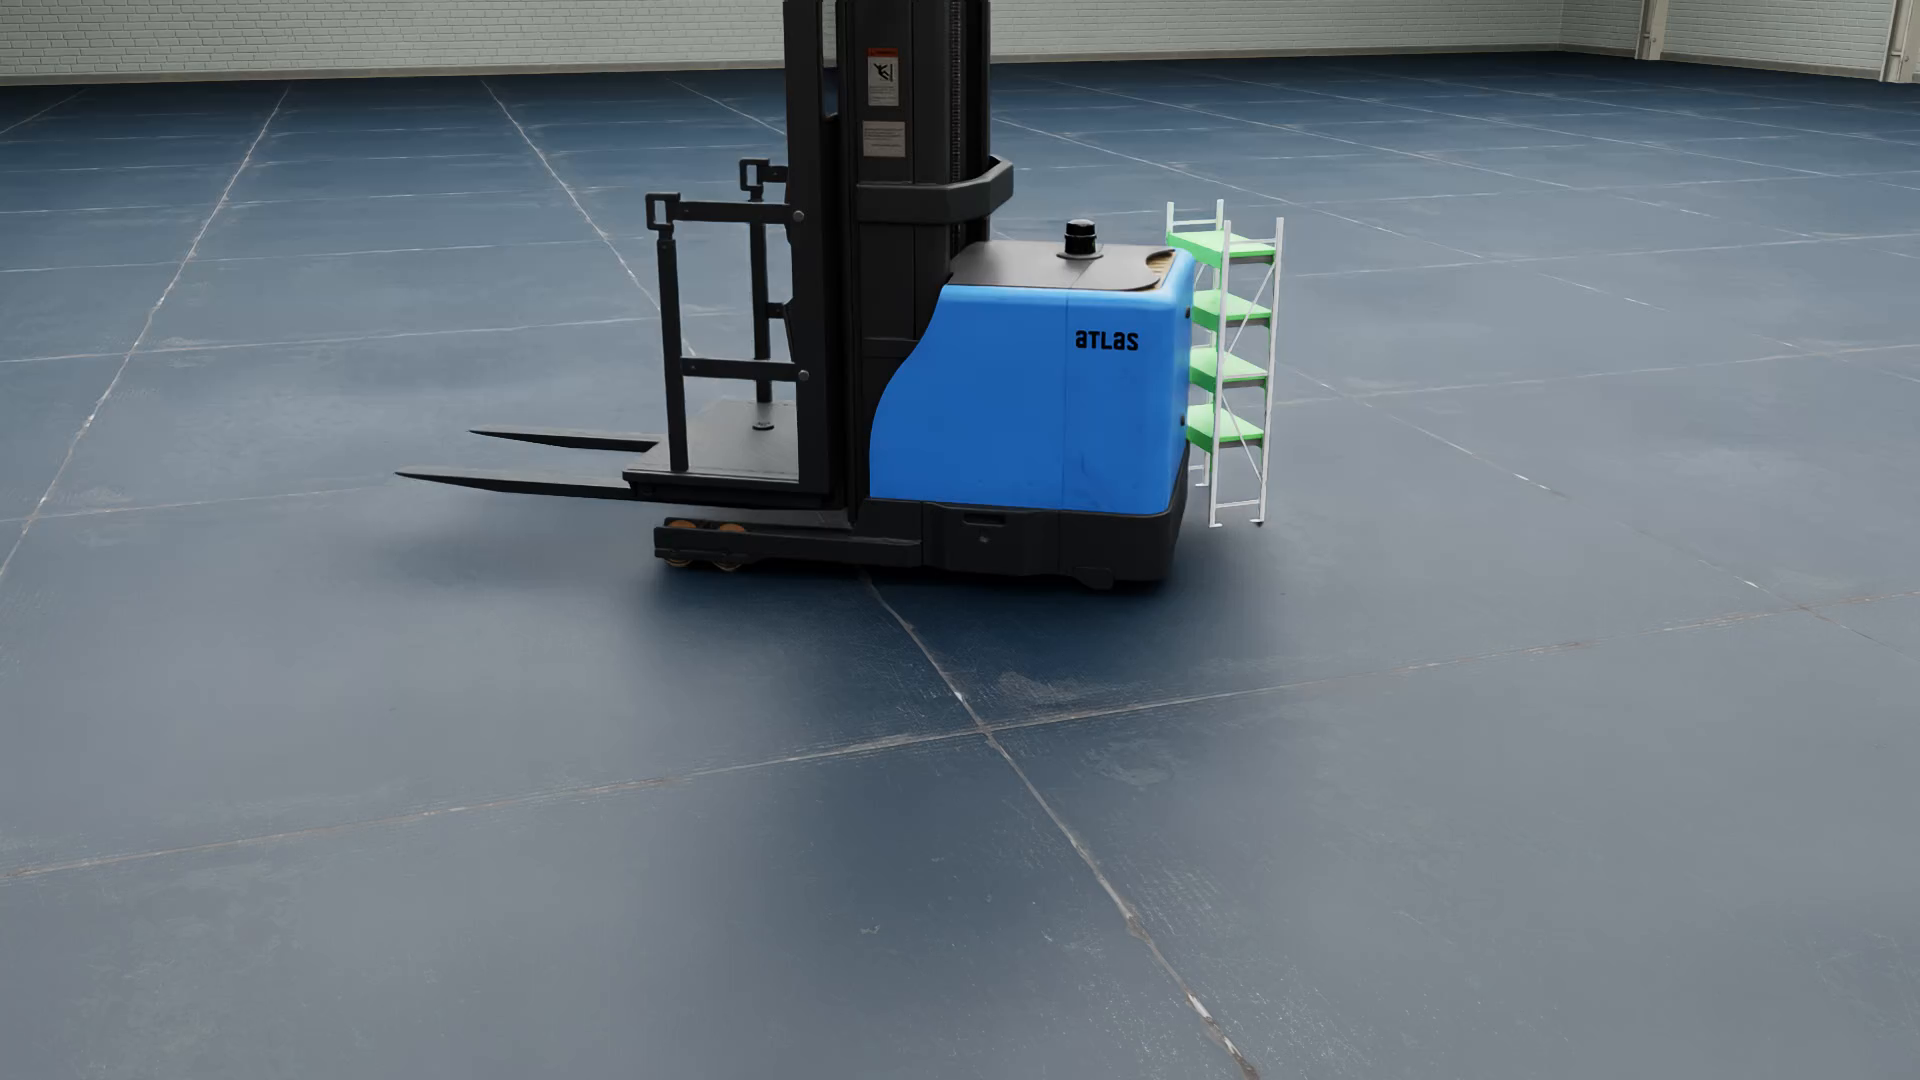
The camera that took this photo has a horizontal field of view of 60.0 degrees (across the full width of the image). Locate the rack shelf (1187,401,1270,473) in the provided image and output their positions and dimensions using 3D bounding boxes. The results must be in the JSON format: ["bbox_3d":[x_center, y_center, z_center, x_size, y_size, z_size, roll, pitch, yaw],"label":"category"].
[{"bbox_3d":[1.017,-0.421,6.713,0.258,0.148,0.480,-7,21,-18],"label":"rack shelf"}]

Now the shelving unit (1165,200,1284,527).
[{"bbox_3d":[1.017,-0.707,6.611,0.258,1.200,0.503,-7,21,-18],"label":"shelving unit"}]

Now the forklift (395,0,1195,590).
[{"bbox_3d":[-0.660,-1.439,6.086,3.031,2.935,1.130,4,20,11],"label":"forklift"}]

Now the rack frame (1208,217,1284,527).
[{"bbox_3d":[1.095,-0.629,6.393,0.240,1.200,0.015,-7,21,-18],"label":"rack frame"}]

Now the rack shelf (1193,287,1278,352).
[{"bbox_3d":[1.017,-0.873,6.551,0.258,0.148,0.480,-7,21,-18],"label":"rack shelf"}]

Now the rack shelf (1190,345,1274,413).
[{"bbox_3d":[1.017,-0.647,6.632,0.258,0.148,0.480,-7,21,-18],"label":"rack shelf"}]

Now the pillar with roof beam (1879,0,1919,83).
[{"bbox_3d":[11.392,-11.354,24.714,9.100,9.000,0.400,-6,21,-17],"label":"pillar with roof beam"}]

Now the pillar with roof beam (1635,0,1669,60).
[{"bbox_3d":[9.507,-13.279,30.074,9.100,9.000,0.400,-6,21,-17],"label":"pillar with roof beam"}]

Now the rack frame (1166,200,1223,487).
[{"bbox_3d":[0.939,-0.785,6.828,0.240,1.200,0.015,-7,21,-18],"label":"rack frame"}]

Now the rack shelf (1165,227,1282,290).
[{"bbox_3d":[1.017,-1.099,6.470,0.258,0.148,0.480,-7,21,-18],"label":"rack shelf"}]
